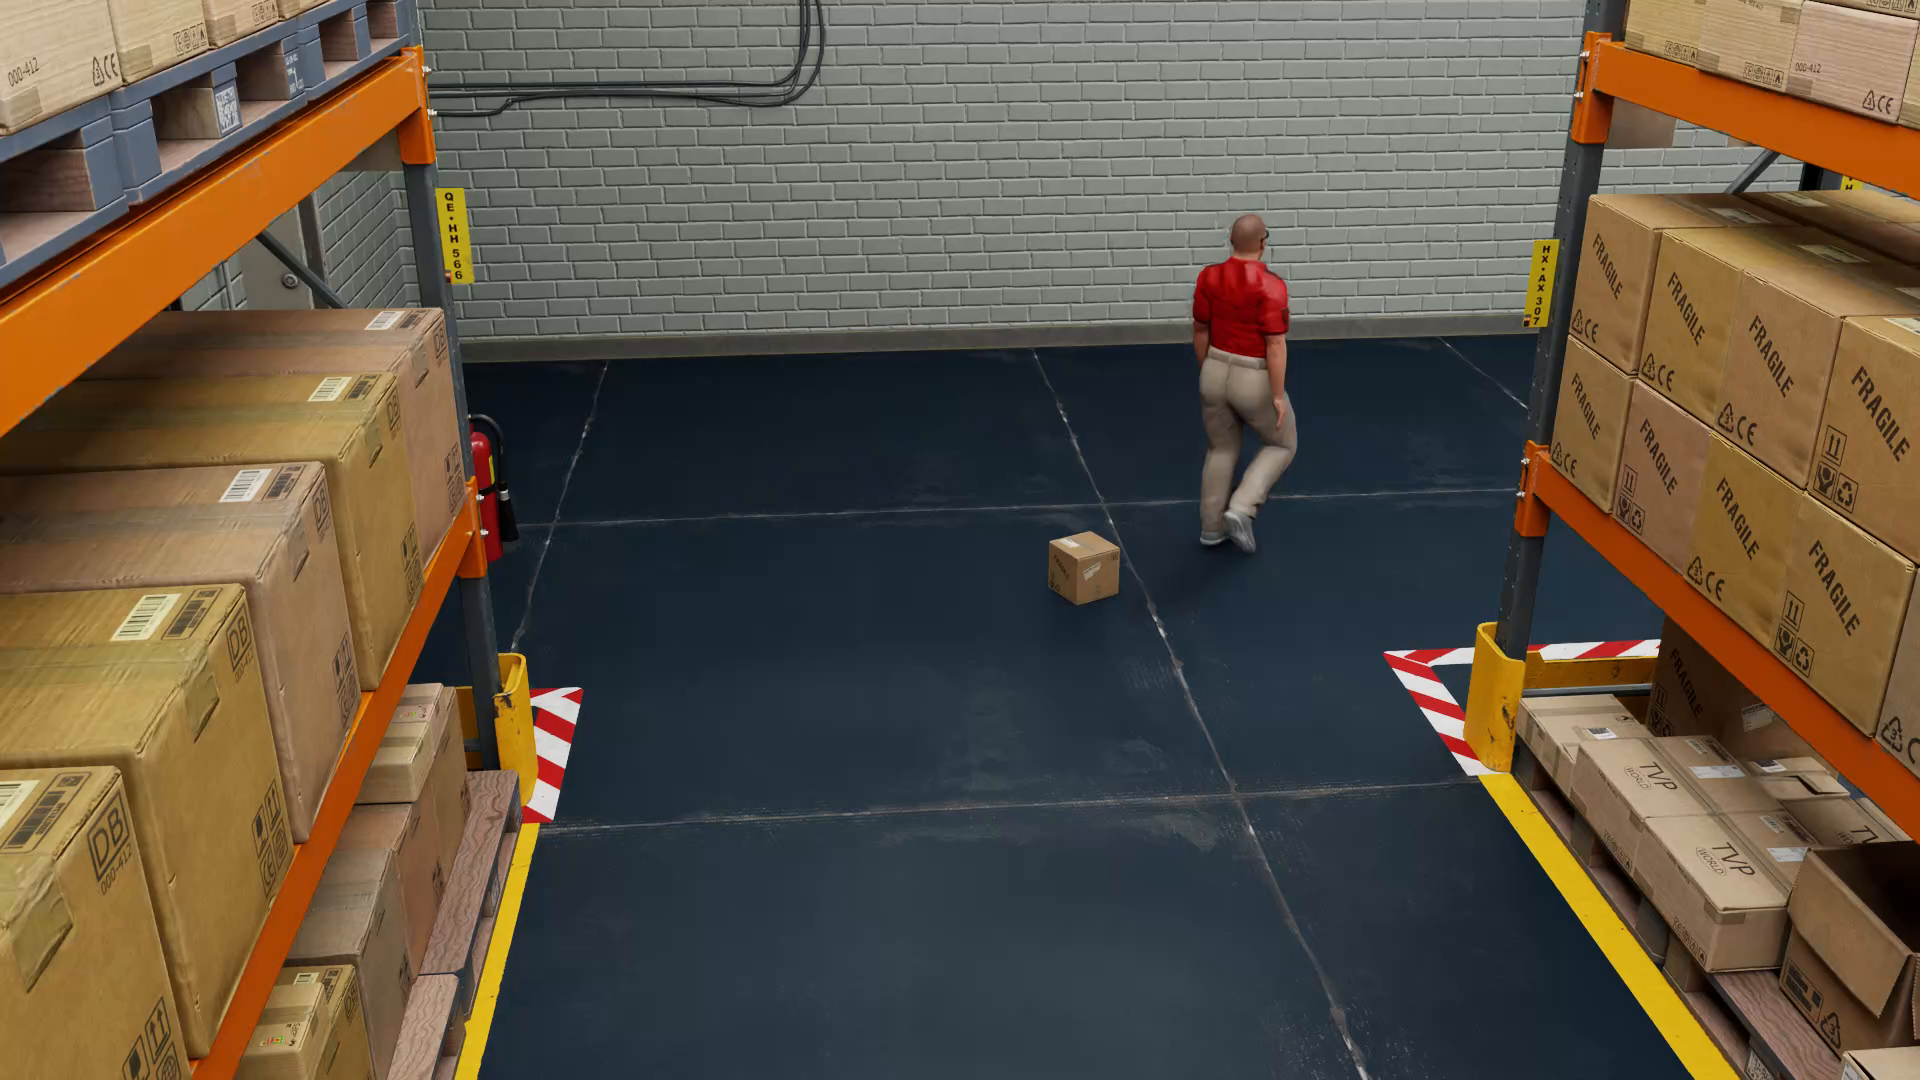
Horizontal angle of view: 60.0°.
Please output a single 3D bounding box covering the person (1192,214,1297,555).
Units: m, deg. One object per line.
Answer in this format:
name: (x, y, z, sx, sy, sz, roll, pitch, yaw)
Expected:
person: (1.423, -0.771, 8.346, 0.574, 1.743, 0.471, 18, 29, 35)
